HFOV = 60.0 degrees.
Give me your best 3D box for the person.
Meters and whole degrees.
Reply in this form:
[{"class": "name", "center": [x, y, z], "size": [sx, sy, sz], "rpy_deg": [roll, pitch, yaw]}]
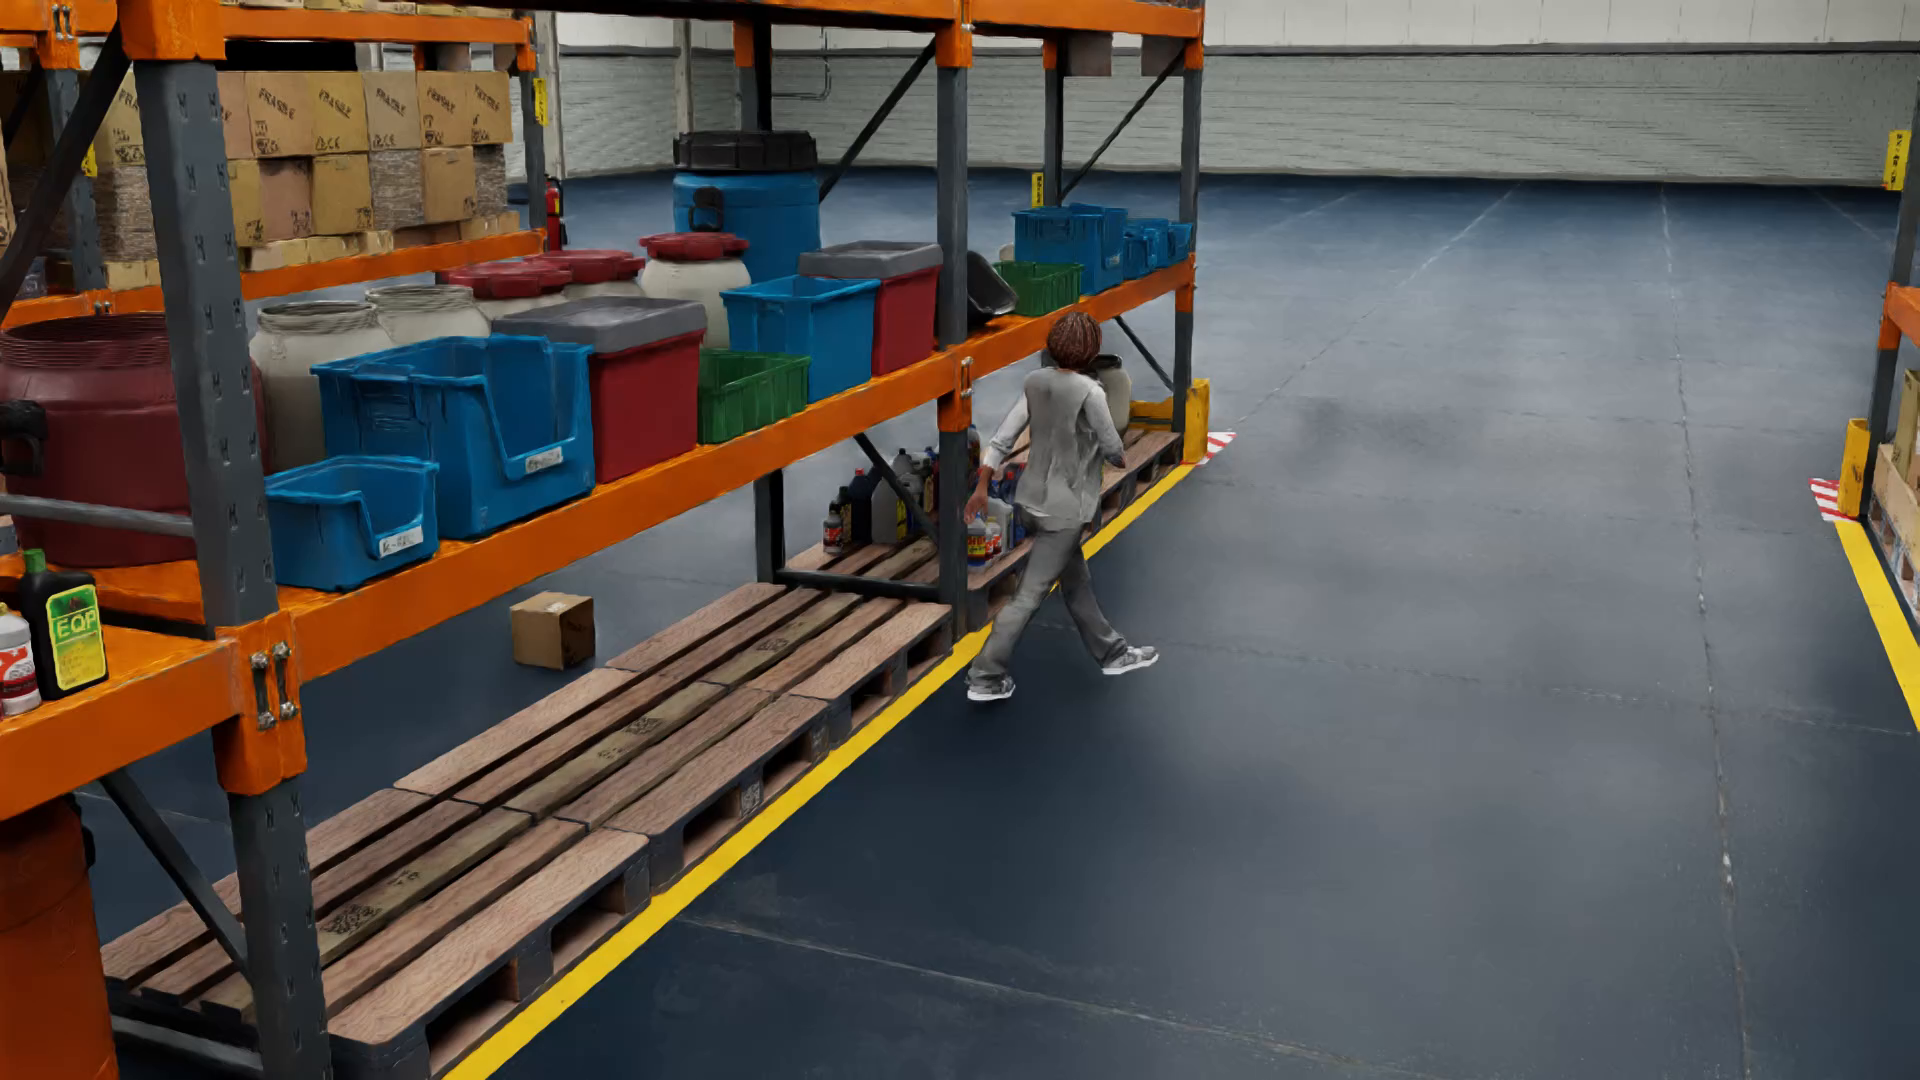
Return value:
[{"class": "person", "center": [0.415, -0.139, 6.539], "size": [0.919, 1.523, 0.474], "rpy_deg": [-10, 18, -31]}]
